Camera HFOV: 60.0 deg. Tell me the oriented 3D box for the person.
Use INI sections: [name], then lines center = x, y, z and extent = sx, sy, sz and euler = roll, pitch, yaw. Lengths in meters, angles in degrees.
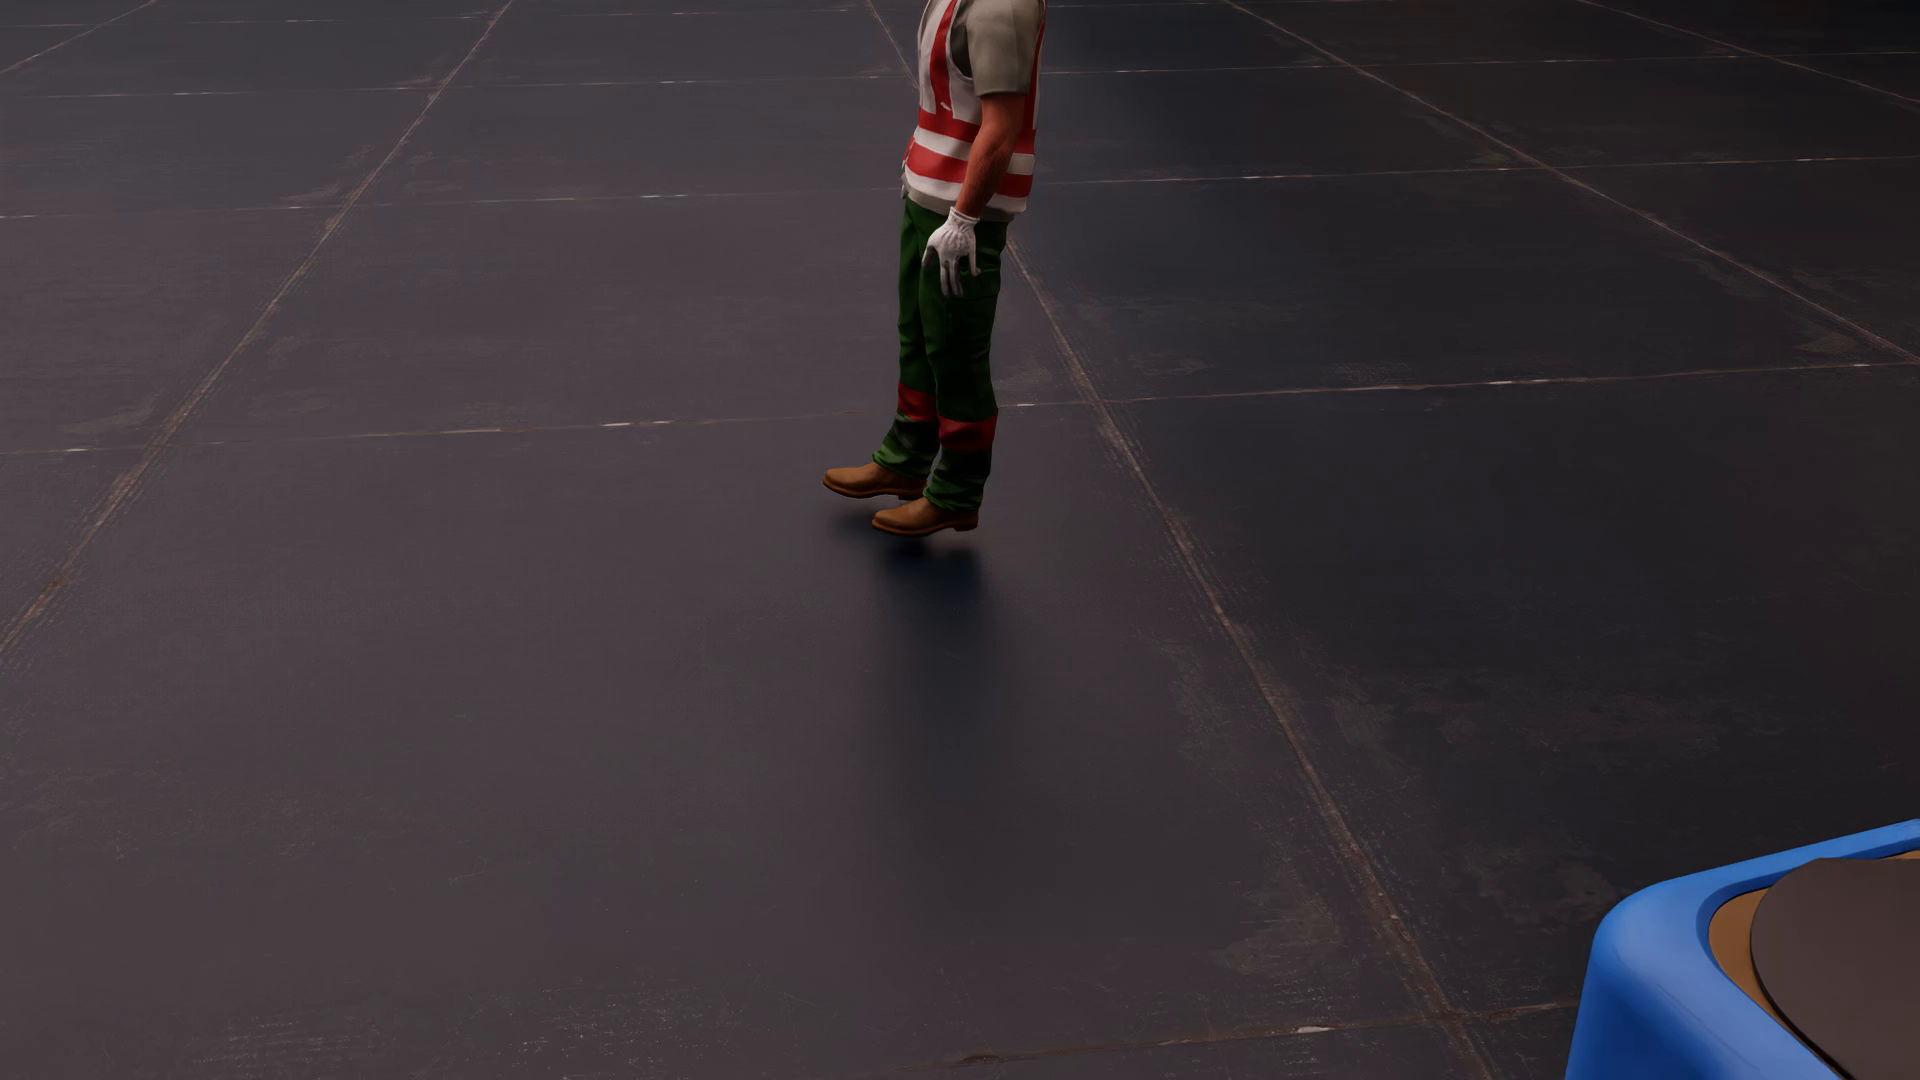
[person]
center = -0.082, -0.850, 4.198
extent = 0.561, 1.789, 0.637
euler = -3, 26, -7
